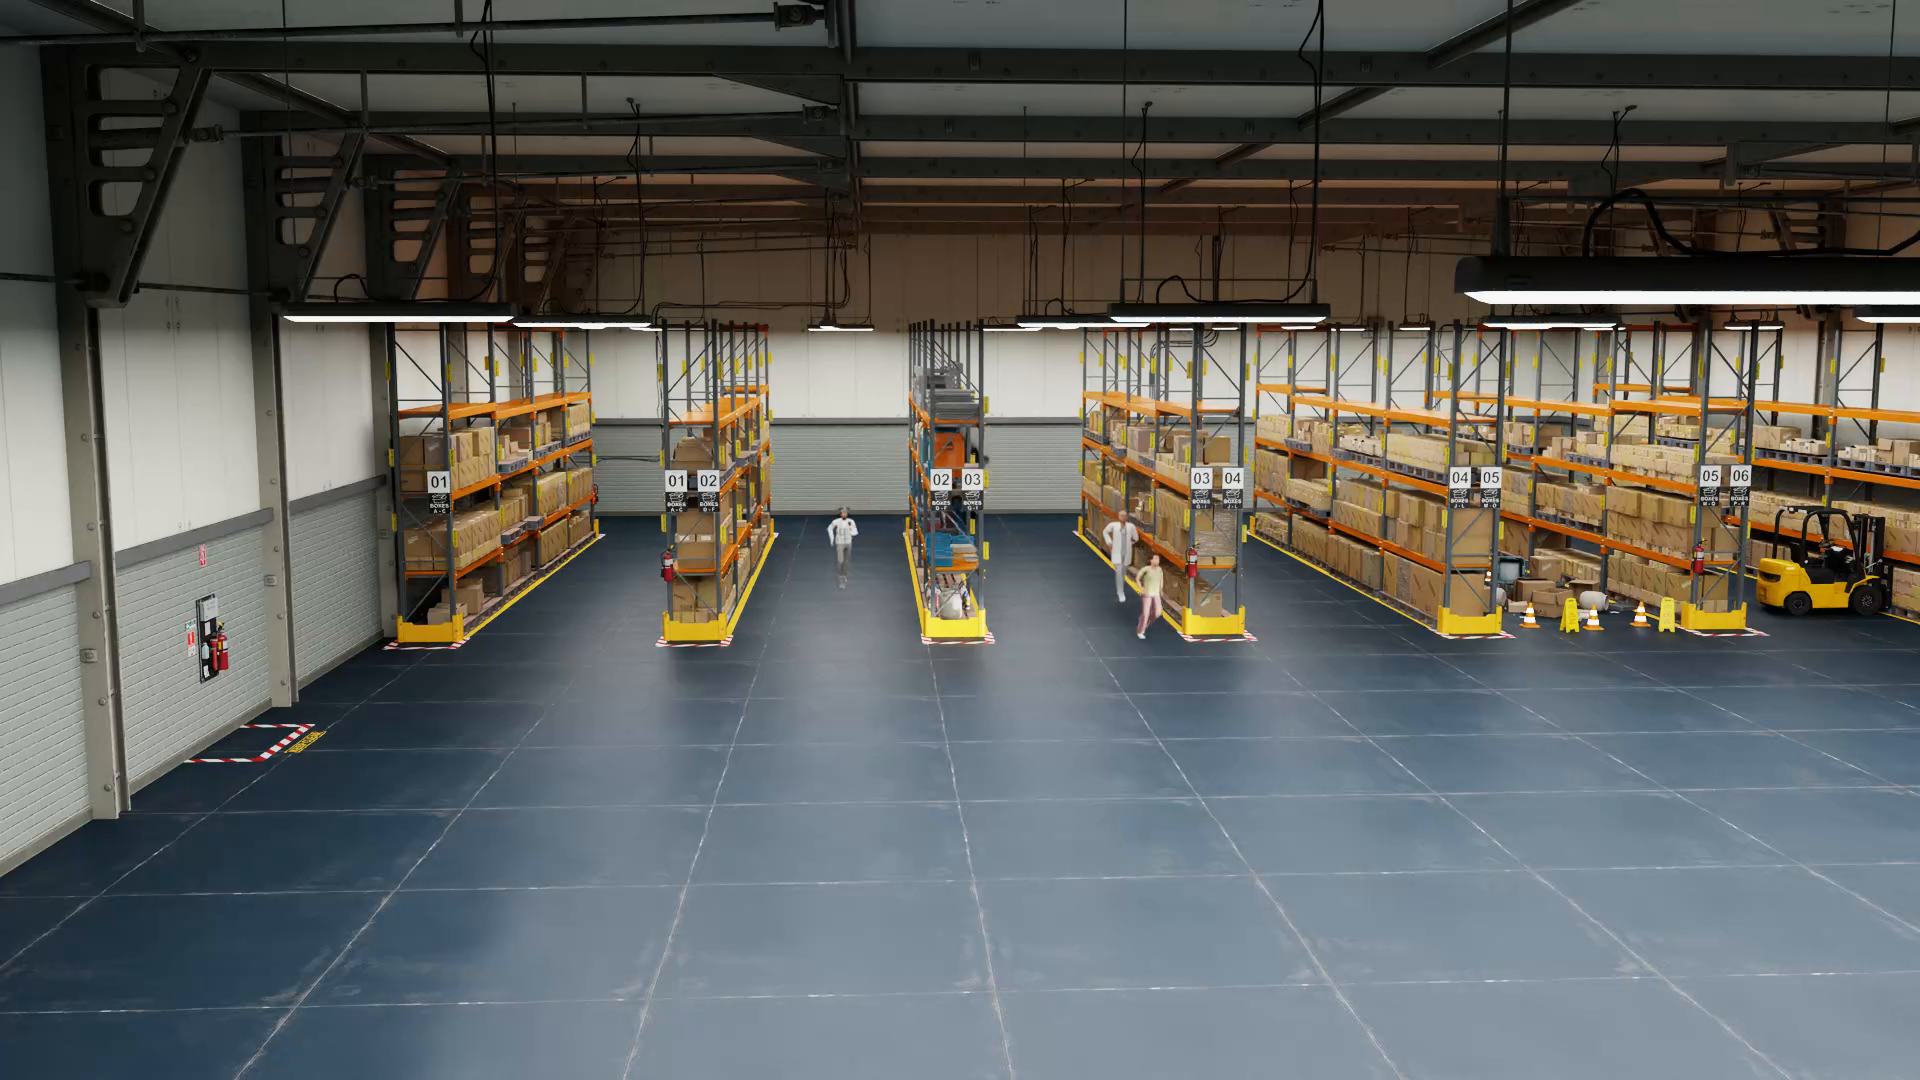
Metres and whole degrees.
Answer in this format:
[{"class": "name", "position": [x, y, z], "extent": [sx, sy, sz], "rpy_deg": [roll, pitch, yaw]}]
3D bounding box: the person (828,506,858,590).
[{"class": "person", "position": [-2.518, 0.155, 36.109], "extent": [0.580, 1.804, 0.720], "rpy_deg": [-2, 7, -19]}]

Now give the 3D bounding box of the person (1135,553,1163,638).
[{"class": "person", "position": [3.635, 1.046, 31.509], "extent": [0.631, 1.616, 0.527], "rpy_deg": [-3, 8, -22]}]

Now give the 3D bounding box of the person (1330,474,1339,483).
[{"class": "person", "position": [11.053, -1.162, 49.241], "extent": [0.625, 1.640, 0.606], "rpy_deg": [-1, 7, -7]}]

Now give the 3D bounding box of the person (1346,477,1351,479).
[{"class": "person", "position": [10.771, -0.856, 46.238], "extent": [0.671, 1.796, 0.725], "rpy_deg": [-3, 8, -20]}]

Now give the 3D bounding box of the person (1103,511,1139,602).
[{"class": "person", "position": [3.341, 0.302, 34.284], "extent": [0.698, 1.828, 0.934], "rpy_deg": [-1, 7, -10]}]
